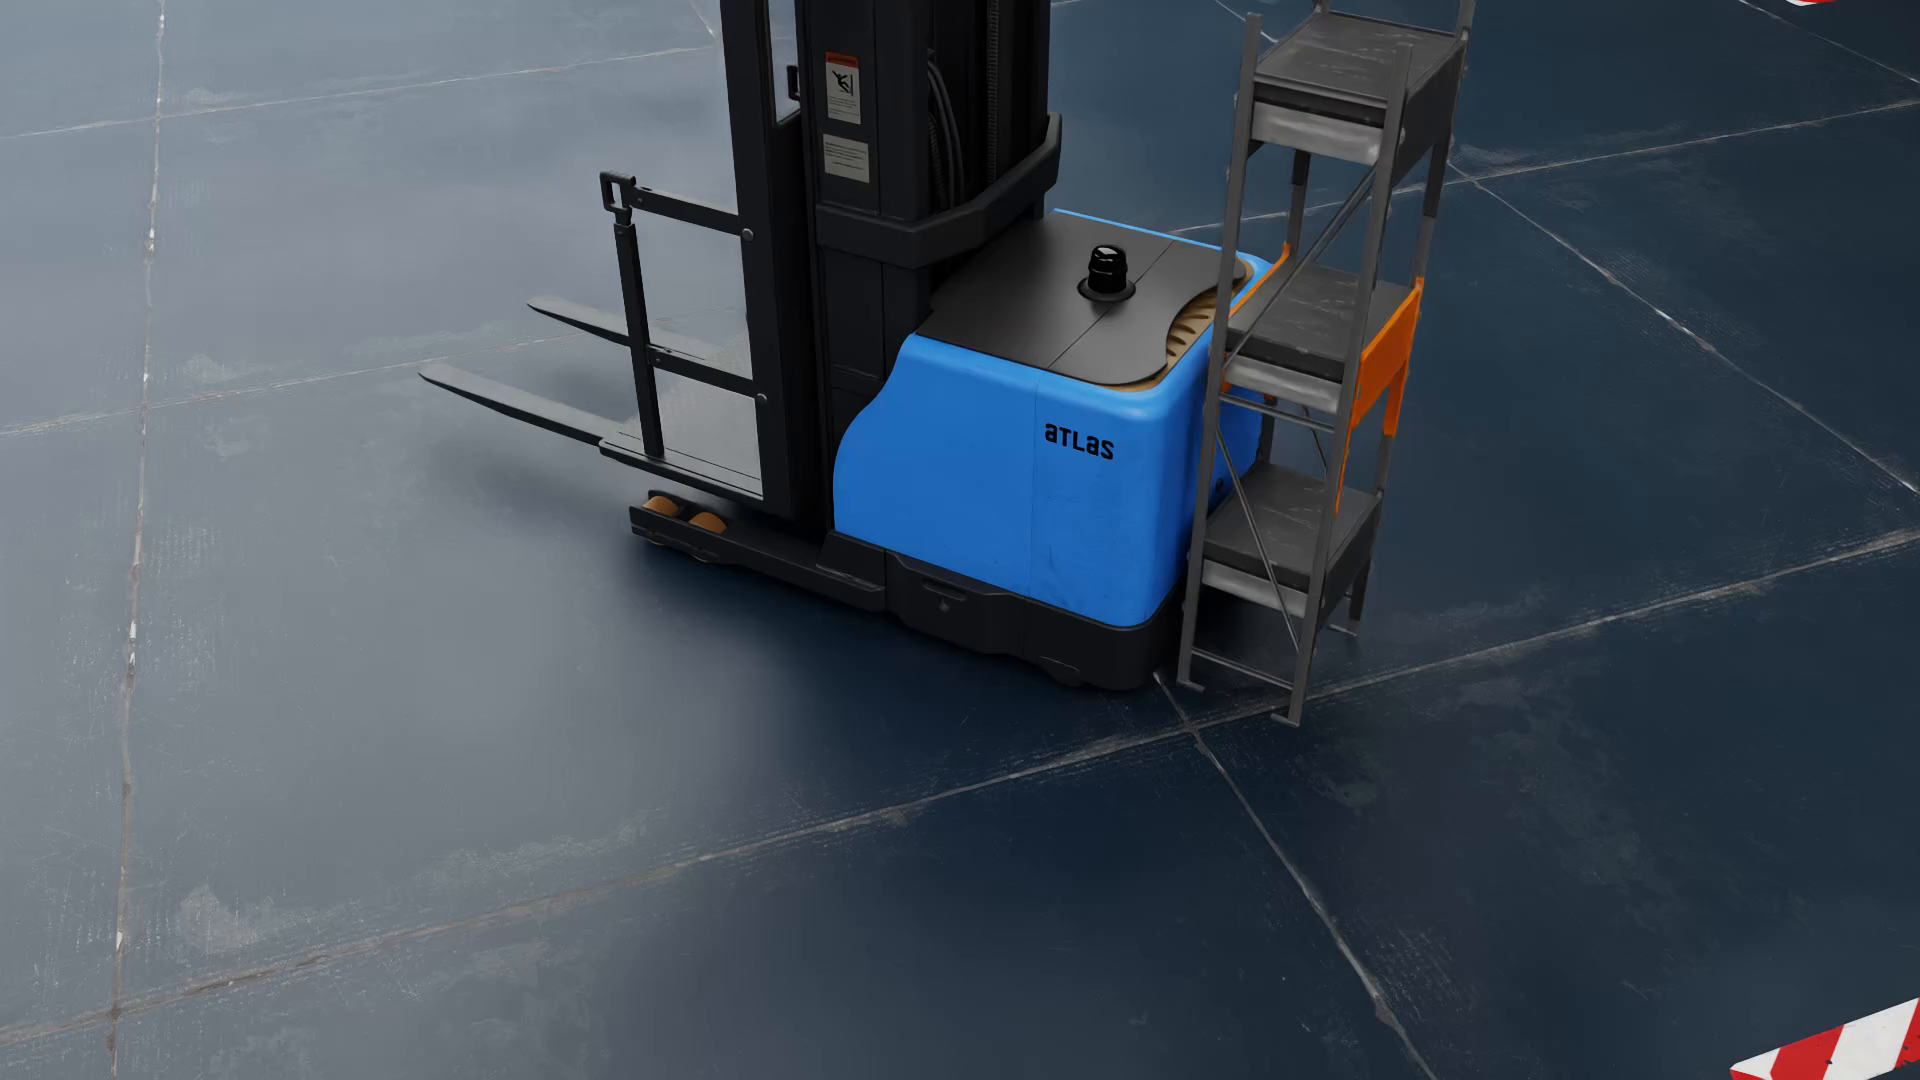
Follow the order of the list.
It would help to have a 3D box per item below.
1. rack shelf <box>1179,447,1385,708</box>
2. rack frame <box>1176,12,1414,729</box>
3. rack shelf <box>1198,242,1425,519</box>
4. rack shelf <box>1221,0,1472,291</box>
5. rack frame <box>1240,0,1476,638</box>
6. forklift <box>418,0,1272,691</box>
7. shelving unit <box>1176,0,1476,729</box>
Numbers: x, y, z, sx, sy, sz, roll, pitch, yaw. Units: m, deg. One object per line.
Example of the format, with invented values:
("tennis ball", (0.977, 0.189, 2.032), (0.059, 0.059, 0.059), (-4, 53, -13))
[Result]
("rack shelf", (0.973, 0.107, 5.048), (0.431, 0.518, 0.480), (20, 41, 24))
("rack frame", (0.846, -0.336, 4.451), (0.400, 2.100, 0.015), (20, 41, 24))
("rack shelf", (0.973, -0.452, 4.626), (0.431, 0.518, 0.480), (20, 41, 24))
("rack shelf", (0.972, -1.010, 4.203), (0.431, 0.518, 0.480), (20, 41, 24))
("rack frame", (1.099, -0.588, 4.784), (0.400, 2.100, 0.015), (20, 41, 24))
("forklift", (-0.544, -1.353, 5.110), (3.031, 2.935, 1.130), (19, 41, 23))
("shelving unit", (0.973, -0.462, 4.617), (0.431, 2.100, 0.503), (20, 41, 24))
